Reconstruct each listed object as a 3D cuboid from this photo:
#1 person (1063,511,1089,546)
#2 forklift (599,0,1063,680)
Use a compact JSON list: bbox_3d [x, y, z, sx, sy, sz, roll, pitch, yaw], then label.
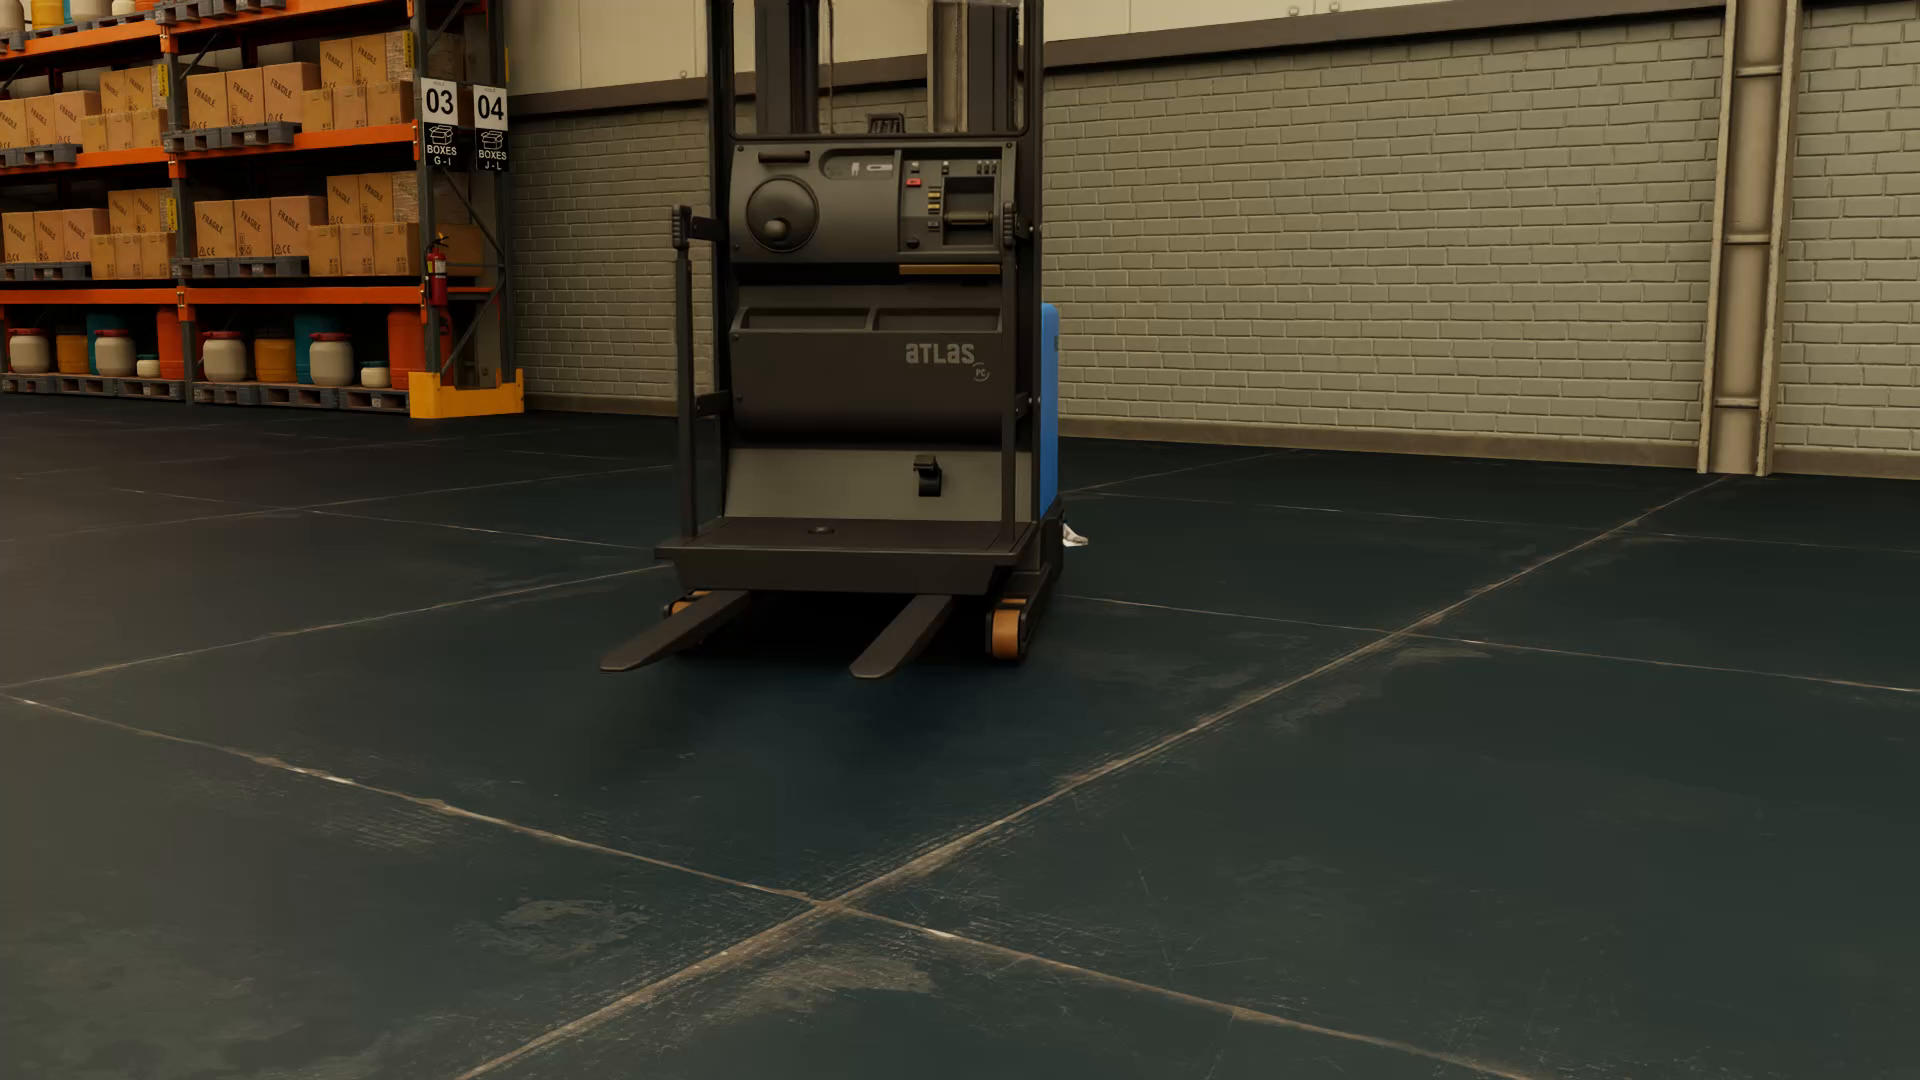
[{"bbox_3d":[-0.042,-0.618,7.559,1.223,1.282,0.639,6,10,34],"label":"person"},{"bbox_3d":[-0.310,-1.134,5.164,1.130,2.935,3.031,1,8,8],"label":"forklift"}]
